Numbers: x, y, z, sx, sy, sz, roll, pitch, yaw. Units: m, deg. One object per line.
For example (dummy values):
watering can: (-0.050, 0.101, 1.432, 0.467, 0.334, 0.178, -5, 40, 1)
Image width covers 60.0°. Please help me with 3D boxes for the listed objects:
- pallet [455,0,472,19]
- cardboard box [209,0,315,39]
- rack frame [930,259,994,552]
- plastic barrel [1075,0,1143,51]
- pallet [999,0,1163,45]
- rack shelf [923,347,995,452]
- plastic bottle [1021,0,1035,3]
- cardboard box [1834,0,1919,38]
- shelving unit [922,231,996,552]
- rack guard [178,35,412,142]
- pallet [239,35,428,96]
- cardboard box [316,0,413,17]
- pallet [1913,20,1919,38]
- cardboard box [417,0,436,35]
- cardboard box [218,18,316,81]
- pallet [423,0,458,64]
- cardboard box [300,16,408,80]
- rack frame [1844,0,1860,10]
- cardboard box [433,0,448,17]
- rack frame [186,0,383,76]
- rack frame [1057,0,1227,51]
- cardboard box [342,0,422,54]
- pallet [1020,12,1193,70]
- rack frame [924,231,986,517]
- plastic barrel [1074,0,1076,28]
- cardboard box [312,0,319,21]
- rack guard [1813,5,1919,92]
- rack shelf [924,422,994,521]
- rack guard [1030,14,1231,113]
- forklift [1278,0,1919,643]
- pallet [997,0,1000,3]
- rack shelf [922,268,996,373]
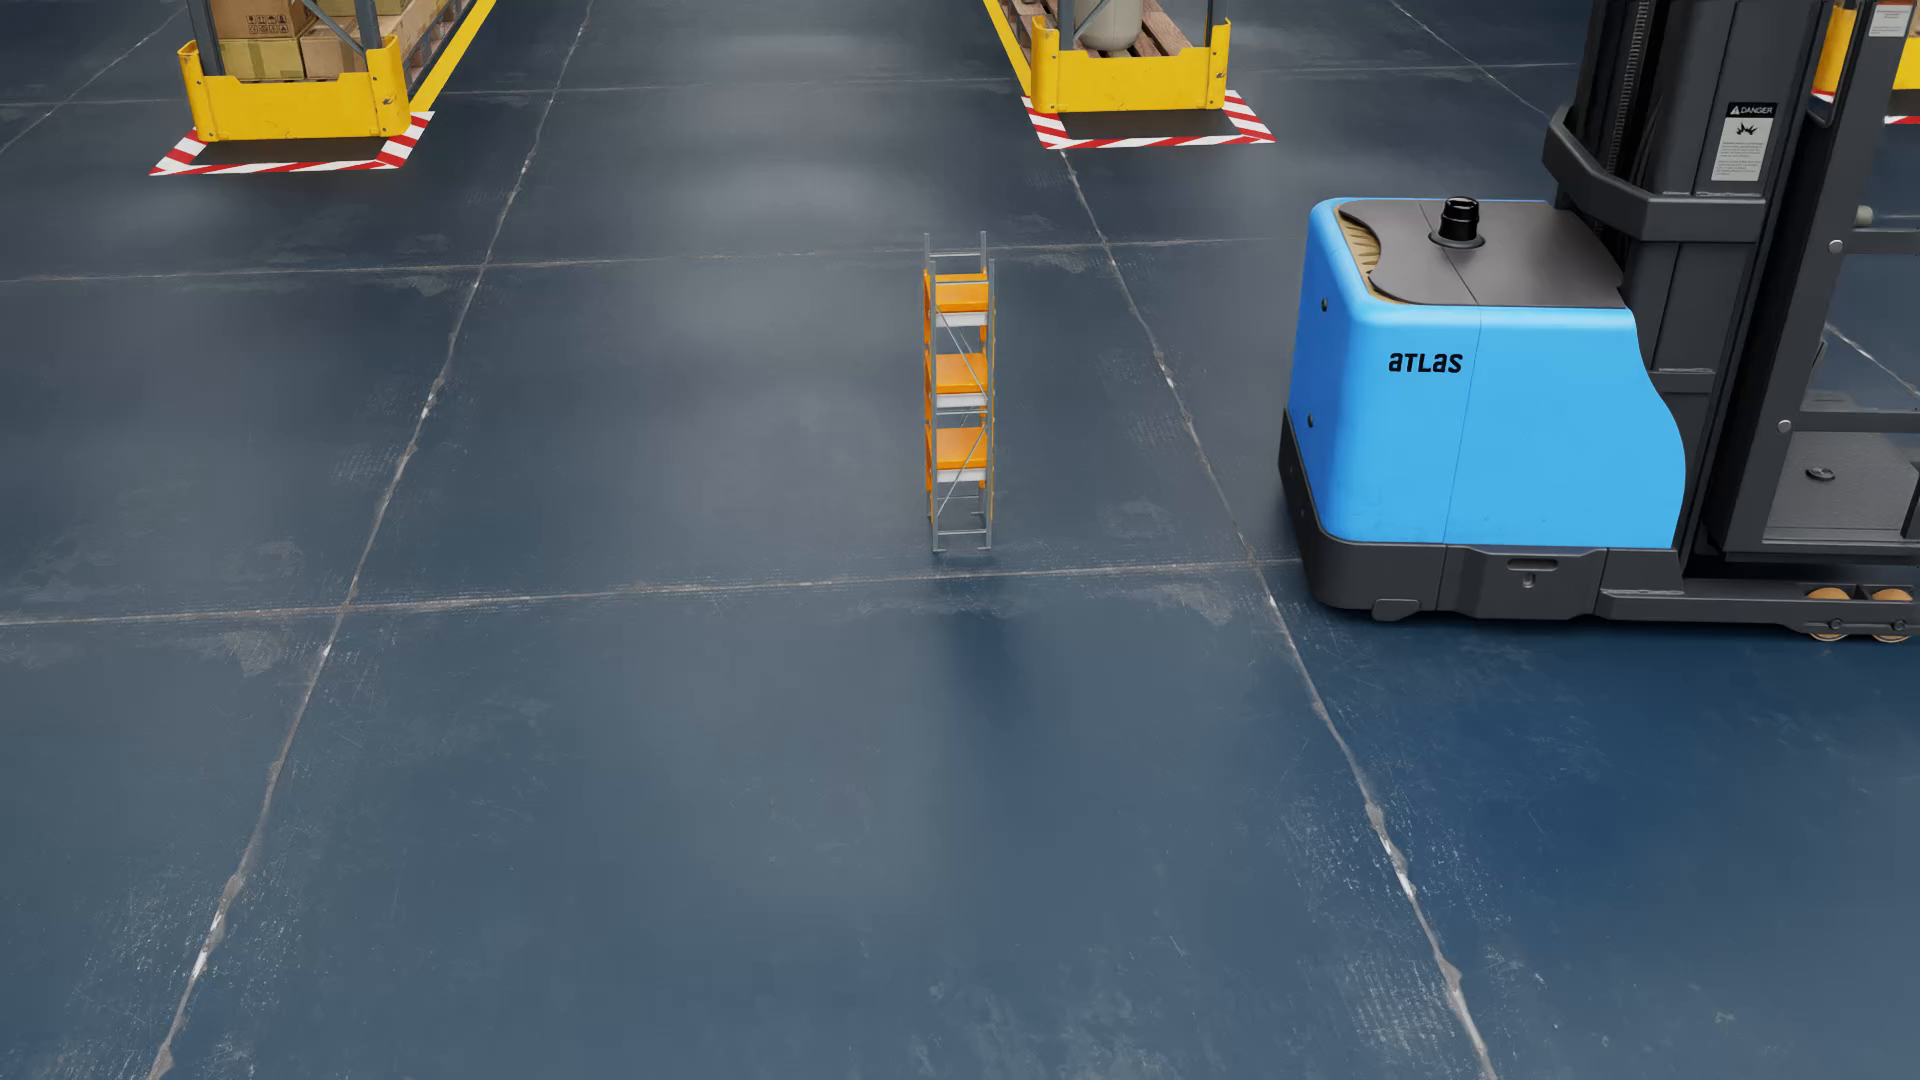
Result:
pallet: (-4.190, -4.151, 12.493, 1.003, 0.211, 1.213, -3, 31, -5)
cardboard box: (-4.196, -3.295, 9.882, 0.500, 0.500, 0.500, -3, 31, -5)
rack frame: (0.006, -0.416, 5.422, 0.200, 1.050, 0.008, -3, 31, -5)
plastic barrel: (0.945, -3.394, 10.523, 0.421, 0.512, 0.421, 0, 31, 0)
pallet: (0.848, -3.825, 11.948, 1.003, 0.211, 1.213, -3, 31, -5)
rack shelf: (-0.005, -0.469, 5.532, 0.215, 0.259, 0.240, -3, 31, -5)
plastic bottle: (0.475, -3.853, 11.576, 0.097, 0.201, 0.097, 0, 31, 0)
cardboard box: (5.972, -3.613, 10.902, 0.500, 0.500, 0.500, 3, 31, 5)
shelving unit: (-0.005, -0.478, 5.527, 0.215, 1.050, 0.252, -3, 31, -5)
rack guard: (-3.847, -2.628, 9.663, 1.175, 0.500, 0.348, -3, 31, -5)
pallet: (-3.962, -2.905, 10.408, 1.003, 0.211, 1.213, -3, 31, -5)
cardboard box: (-3.726, -3.575, 10.351, 0.500, 0.500, 0.500, -3, 31, -5)
pallet: (5.966, -3.444, 11.311, 1.003, 0.211, 1.213, -3, 31, -5)
cardboard box: (-3.774, -3.508, 10.970, 0.500, 0.250, 0.500, -3, 31, -5)
cardboard box: (-4.193, -2.973, 10.074, 0.500, 0.250, 0.500, -3, 31, -5)
pallet: (-4.073, -3.526, 11.448, 1.003, 0.211, 1.213, -3, 31, -5)
cardboard box: (-3.678, -2.998, 10.116, 0.500, 0.250, 0.500, -3, 31, -5)
rack frame: (6.014, -4.186, 9.834, 1.000, 3.000, 0.127, -3, 31, -5)
cardboard box: (-3.816, -3.764, 11.398, 0.500, 0.250, 0.500, -3, 31, -5)
rack frame: (-3.849, -3.714, 9.042, 1.000, 3.000, 0.127, -3, 31, -5)
rack frame: (1.083, -3.949, 9.436, 1.000, 3.000, 0.127, -3, 31, -5)
cardboard box: (-3.728, -3.253, 10.543, 0.500, 0.250, 0.500, -3, 31, -5)
pallet: (0.958, -3.203, 10.907, 1.003, 0.211, 1.213, -3, 31, -5)
rack frame: (-0.016, -0.540, 5.631, 0.200, 1.050, 0.008, -3, 31, -5)
plastic barrel: (0.898, -3.650, 10.951, 0.421, 0.512, 0.421, 0, 31, 0)
cardboard box: (-4.252, -3.228, 10.501, 0.500, 0.250, 0.500, -3, 31, -5)
rack guard: (6.007, -3.152, 10.540, 1.175, 0.500, 0.348, -3, 31, -5)
rack shelf: (-0.005, -0.230, 5.674, 0.215, 0.259, 0.240, -3, 31, -5)
rack guard: (1.029, -2.912, 10.138, 1.175, 0.500, 0.348, -3, 31, -5)
forklift: (2.654, -1.217, 4.929, 3.031, 2.935, 1.130, 1, 31, 2)
pallet: (0.730, -4.449, 12.993, 1.003, 0.211, 1.213, -3, 31, -5)
rack shelf: (-0.005, -0.713, 5.386, 0.215, 0.259, 0.240, -3, 31, -5)
